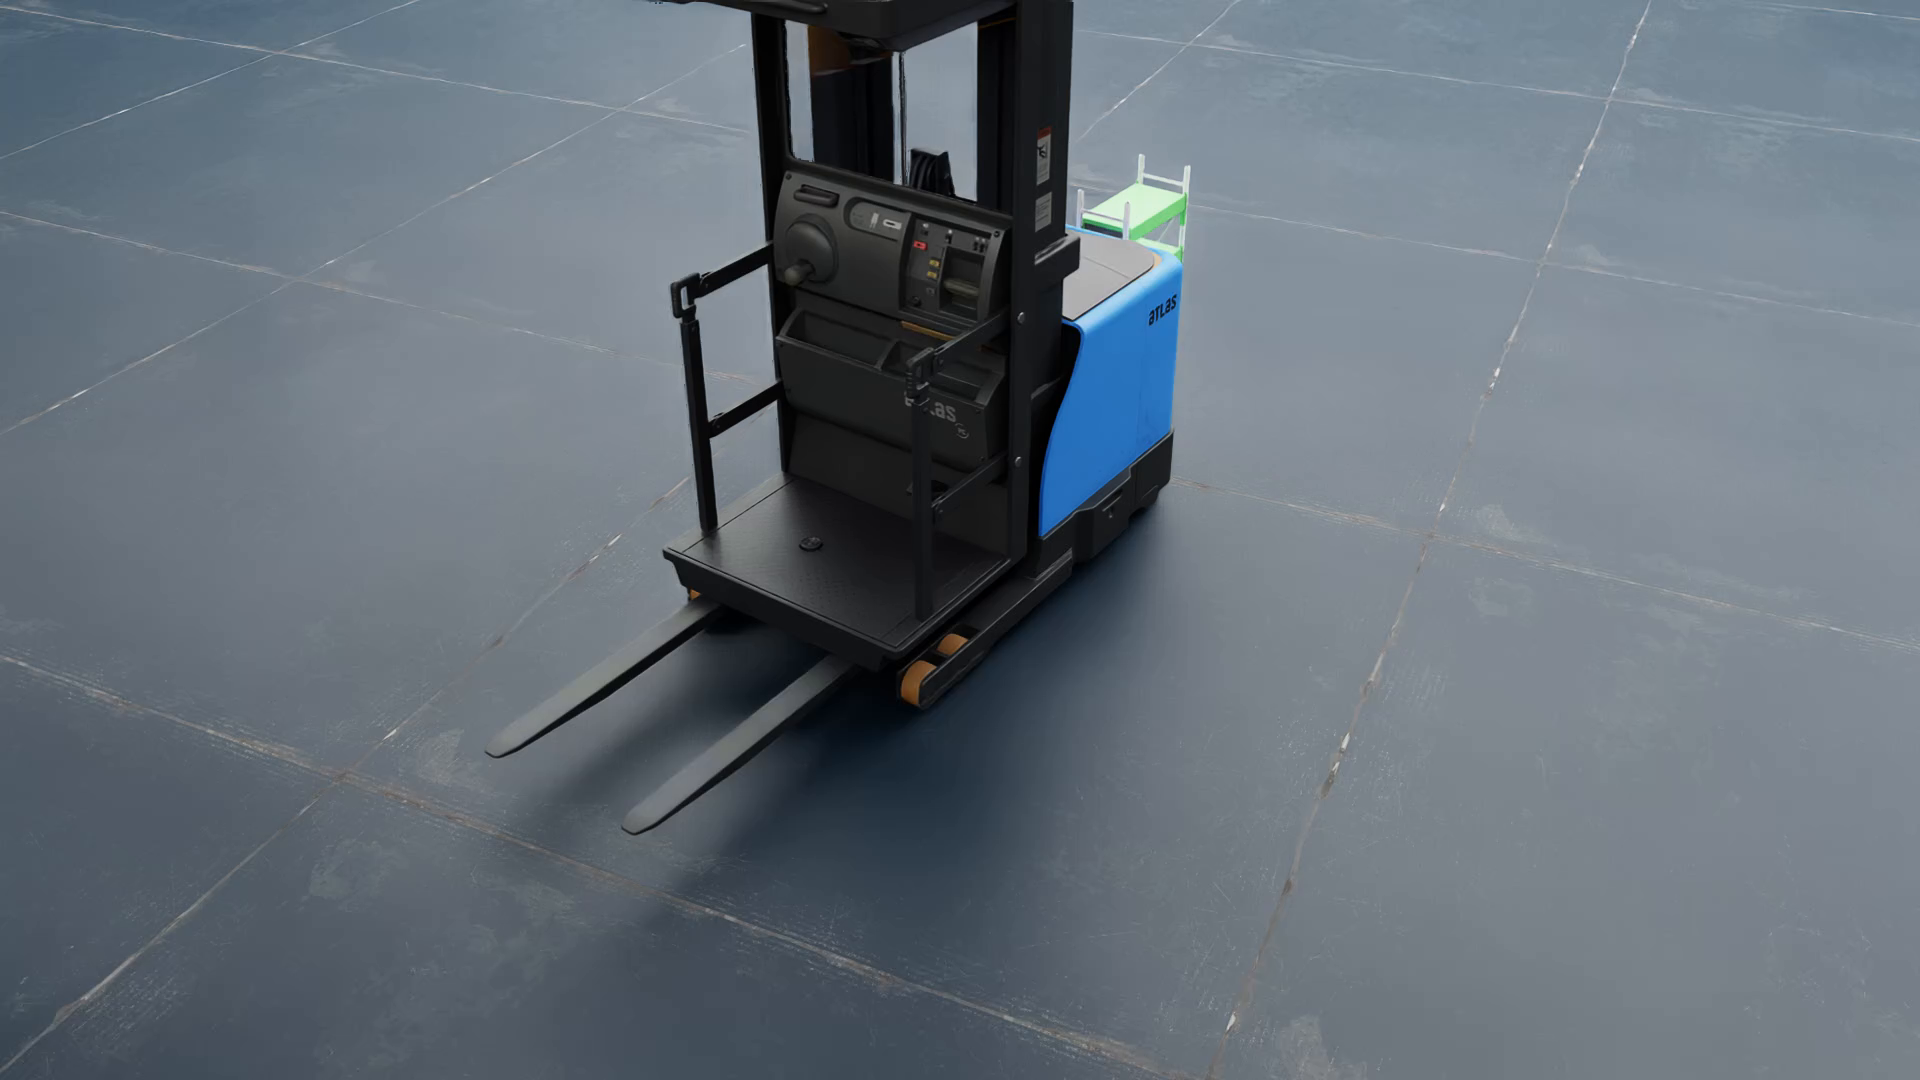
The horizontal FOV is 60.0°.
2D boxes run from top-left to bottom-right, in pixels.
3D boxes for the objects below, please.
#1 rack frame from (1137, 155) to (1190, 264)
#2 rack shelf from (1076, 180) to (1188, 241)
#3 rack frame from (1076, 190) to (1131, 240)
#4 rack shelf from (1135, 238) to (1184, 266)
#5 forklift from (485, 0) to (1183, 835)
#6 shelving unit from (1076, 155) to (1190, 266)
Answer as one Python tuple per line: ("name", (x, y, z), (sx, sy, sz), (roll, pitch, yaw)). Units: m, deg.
("rack frame", (0.860, -1.093, 7.322), (0.240, 1.200, 0.015), (21, 39, 29))
("rack shelf", (0.719, -1.332, 6.928), (0.258, 0.148, 0.480), (21, 39, 29))
("rack frame", (0.578, -0.875, 6.990), (0.240, 1.200, 0.015), (21, 39, 29))
("rack shelf", (0.719, -1.131, 7.059), (0.258, 0.148, 0.480), (21, 39, 29))
("forklift", (-0.375, -0.936, 5.505), (1.130, 2.935, 3.031), (21, 39, 29))
("shelving unit", (0.719, -0.984, 7.156), (0.258, 1.200, 0.503), (21, 39, 29))
